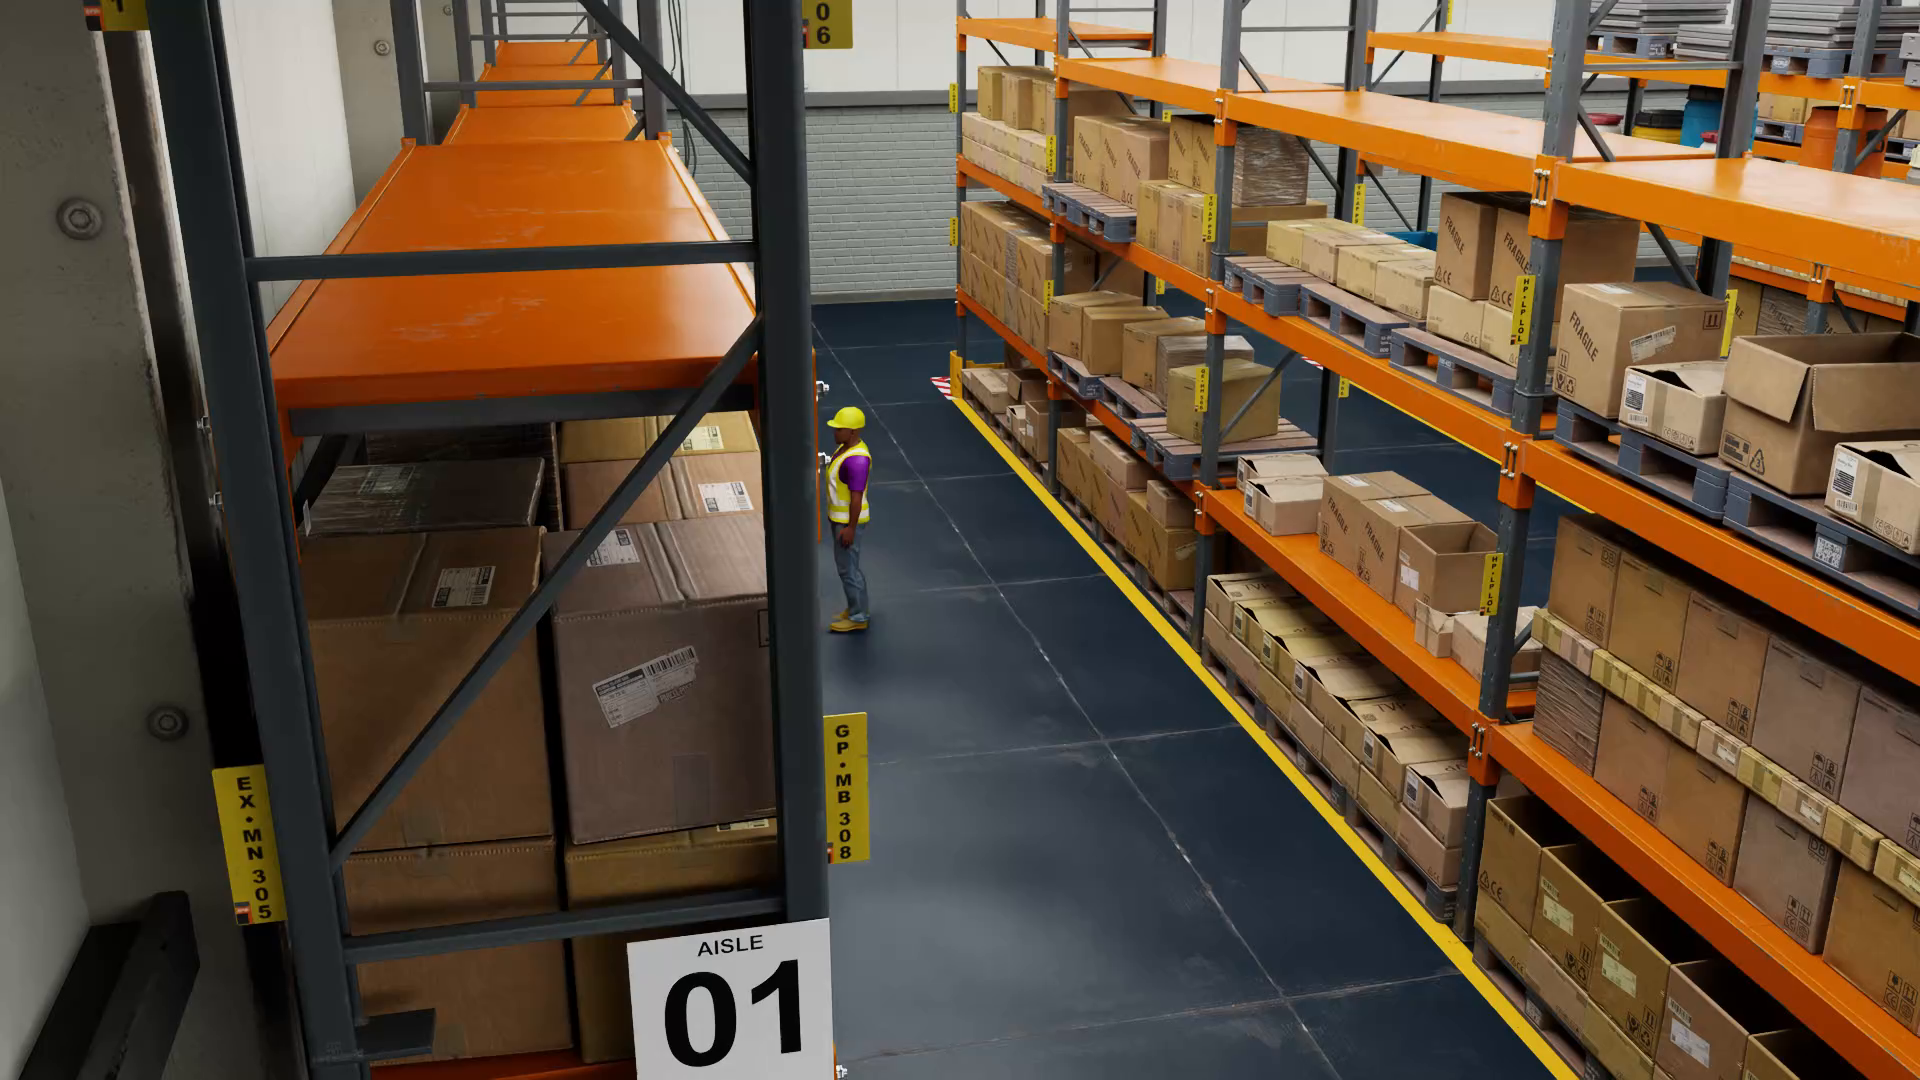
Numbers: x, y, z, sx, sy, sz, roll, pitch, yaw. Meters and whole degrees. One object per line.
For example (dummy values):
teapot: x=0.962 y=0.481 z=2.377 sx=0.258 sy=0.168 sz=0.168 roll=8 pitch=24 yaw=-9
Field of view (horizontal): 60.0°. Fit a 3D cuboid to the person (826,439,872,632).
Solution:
person: x=8.699 y=-0.012 z=10.288 sx=18.071 sy=3.229 sz=9.187 roll=-4 pitch=20 yaw=-11
